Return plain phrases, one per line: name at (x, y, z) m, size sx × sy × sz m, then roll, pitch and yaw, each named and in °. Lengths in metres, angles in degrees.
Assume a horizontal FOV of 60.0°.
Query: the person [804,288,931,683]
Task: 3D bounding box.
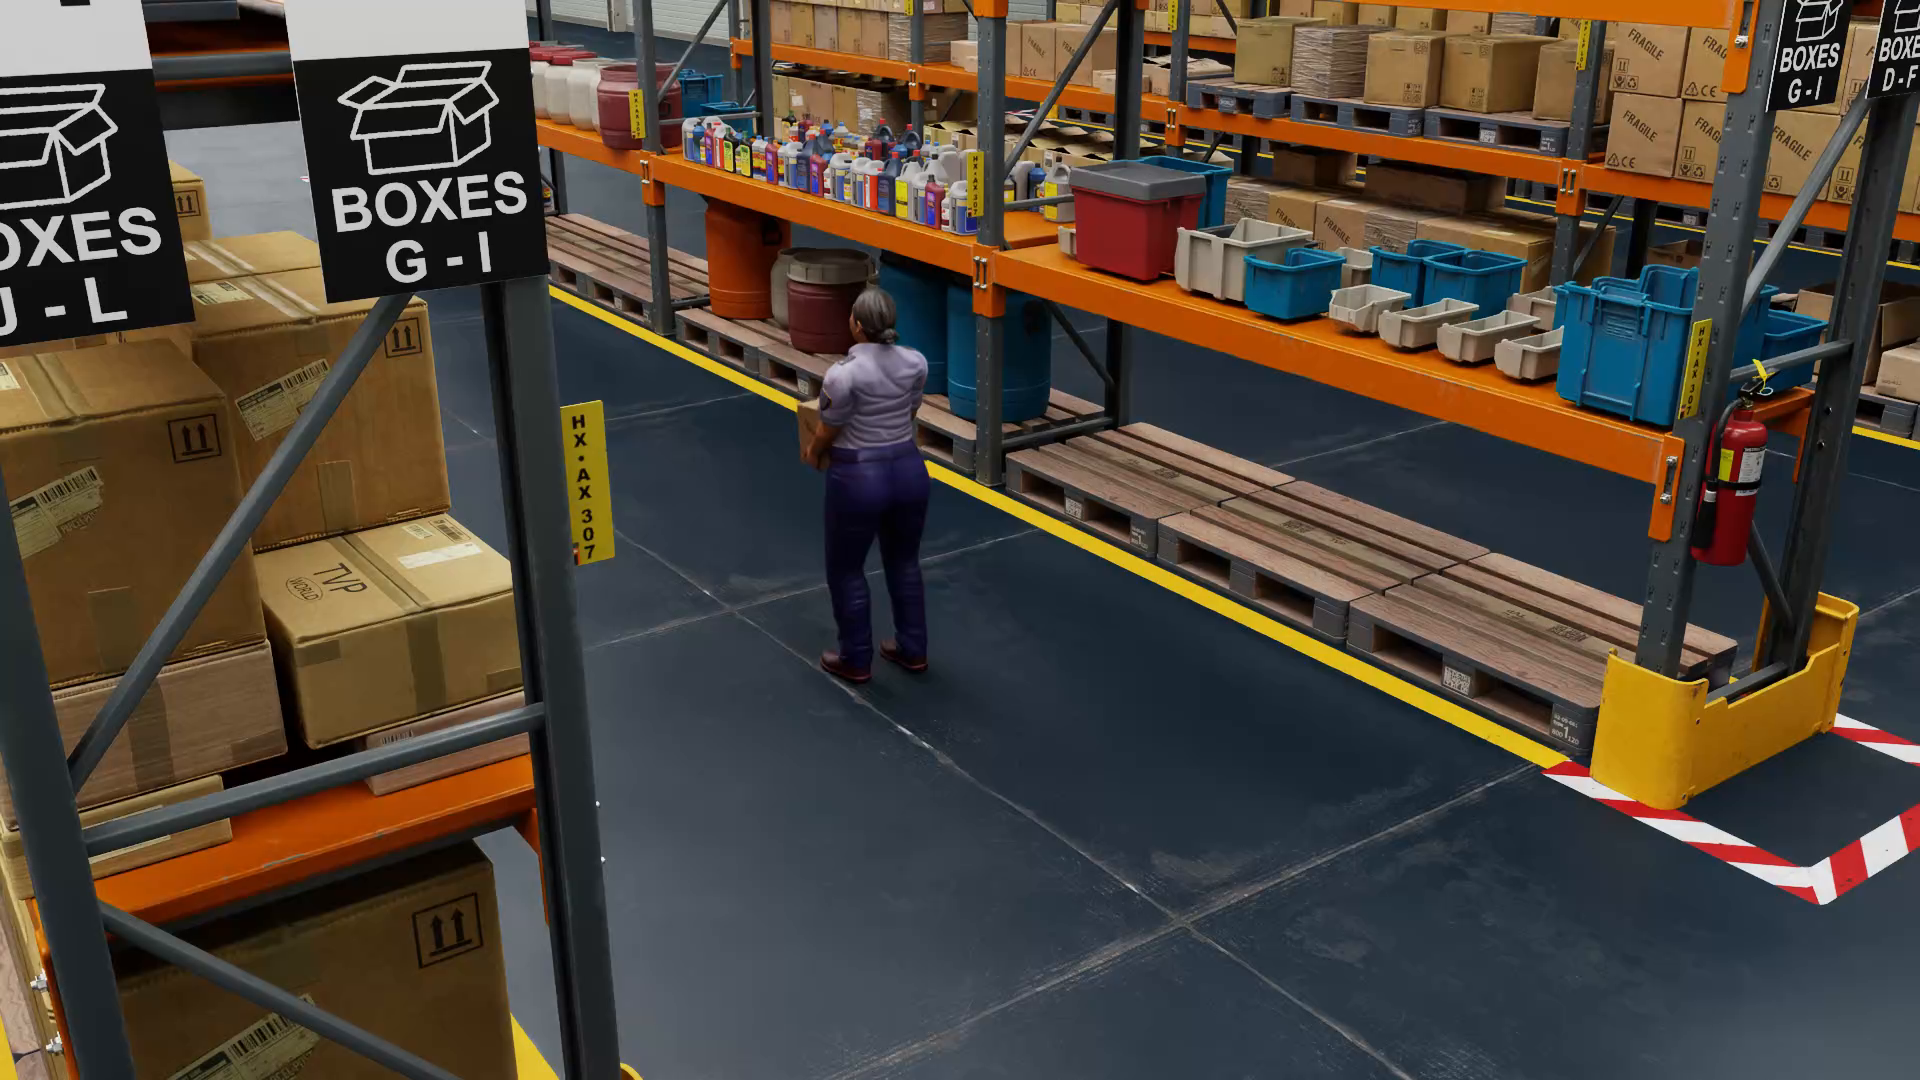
person at (-0.389, -0.234, 6.704) m, size 0.455 × 1.641 × 0.512 m, roll -14°, pitch 25°, yaw -31°
